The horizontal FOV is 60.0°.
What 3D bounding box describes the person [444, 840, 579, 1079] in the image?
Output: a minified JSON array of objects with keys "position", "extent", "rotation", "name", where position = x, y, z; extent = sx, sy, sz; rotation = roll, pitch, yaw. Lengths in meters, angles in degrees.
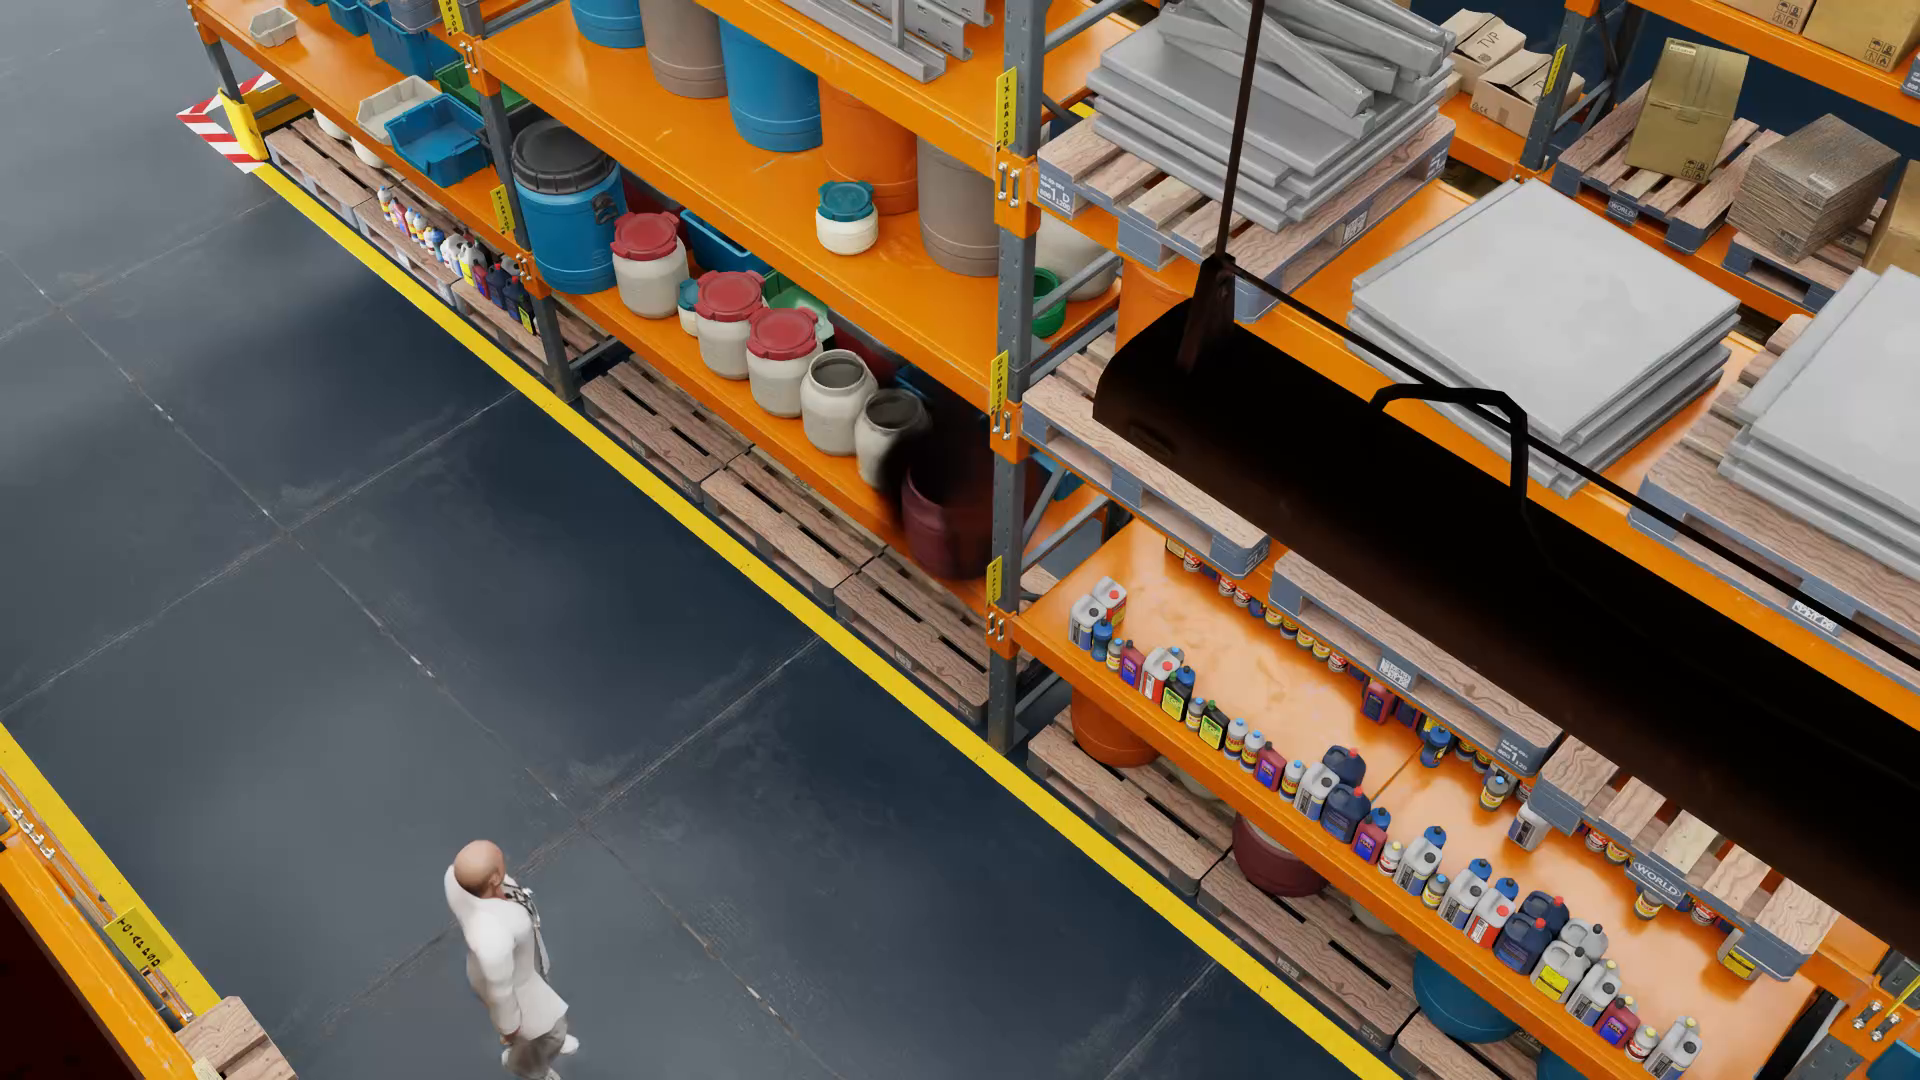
[{"position":[-1.954,1.918,7.278],"extent":[0.464,1.870,0.600],"rotation":[0,50,0],"name":"person"}]
